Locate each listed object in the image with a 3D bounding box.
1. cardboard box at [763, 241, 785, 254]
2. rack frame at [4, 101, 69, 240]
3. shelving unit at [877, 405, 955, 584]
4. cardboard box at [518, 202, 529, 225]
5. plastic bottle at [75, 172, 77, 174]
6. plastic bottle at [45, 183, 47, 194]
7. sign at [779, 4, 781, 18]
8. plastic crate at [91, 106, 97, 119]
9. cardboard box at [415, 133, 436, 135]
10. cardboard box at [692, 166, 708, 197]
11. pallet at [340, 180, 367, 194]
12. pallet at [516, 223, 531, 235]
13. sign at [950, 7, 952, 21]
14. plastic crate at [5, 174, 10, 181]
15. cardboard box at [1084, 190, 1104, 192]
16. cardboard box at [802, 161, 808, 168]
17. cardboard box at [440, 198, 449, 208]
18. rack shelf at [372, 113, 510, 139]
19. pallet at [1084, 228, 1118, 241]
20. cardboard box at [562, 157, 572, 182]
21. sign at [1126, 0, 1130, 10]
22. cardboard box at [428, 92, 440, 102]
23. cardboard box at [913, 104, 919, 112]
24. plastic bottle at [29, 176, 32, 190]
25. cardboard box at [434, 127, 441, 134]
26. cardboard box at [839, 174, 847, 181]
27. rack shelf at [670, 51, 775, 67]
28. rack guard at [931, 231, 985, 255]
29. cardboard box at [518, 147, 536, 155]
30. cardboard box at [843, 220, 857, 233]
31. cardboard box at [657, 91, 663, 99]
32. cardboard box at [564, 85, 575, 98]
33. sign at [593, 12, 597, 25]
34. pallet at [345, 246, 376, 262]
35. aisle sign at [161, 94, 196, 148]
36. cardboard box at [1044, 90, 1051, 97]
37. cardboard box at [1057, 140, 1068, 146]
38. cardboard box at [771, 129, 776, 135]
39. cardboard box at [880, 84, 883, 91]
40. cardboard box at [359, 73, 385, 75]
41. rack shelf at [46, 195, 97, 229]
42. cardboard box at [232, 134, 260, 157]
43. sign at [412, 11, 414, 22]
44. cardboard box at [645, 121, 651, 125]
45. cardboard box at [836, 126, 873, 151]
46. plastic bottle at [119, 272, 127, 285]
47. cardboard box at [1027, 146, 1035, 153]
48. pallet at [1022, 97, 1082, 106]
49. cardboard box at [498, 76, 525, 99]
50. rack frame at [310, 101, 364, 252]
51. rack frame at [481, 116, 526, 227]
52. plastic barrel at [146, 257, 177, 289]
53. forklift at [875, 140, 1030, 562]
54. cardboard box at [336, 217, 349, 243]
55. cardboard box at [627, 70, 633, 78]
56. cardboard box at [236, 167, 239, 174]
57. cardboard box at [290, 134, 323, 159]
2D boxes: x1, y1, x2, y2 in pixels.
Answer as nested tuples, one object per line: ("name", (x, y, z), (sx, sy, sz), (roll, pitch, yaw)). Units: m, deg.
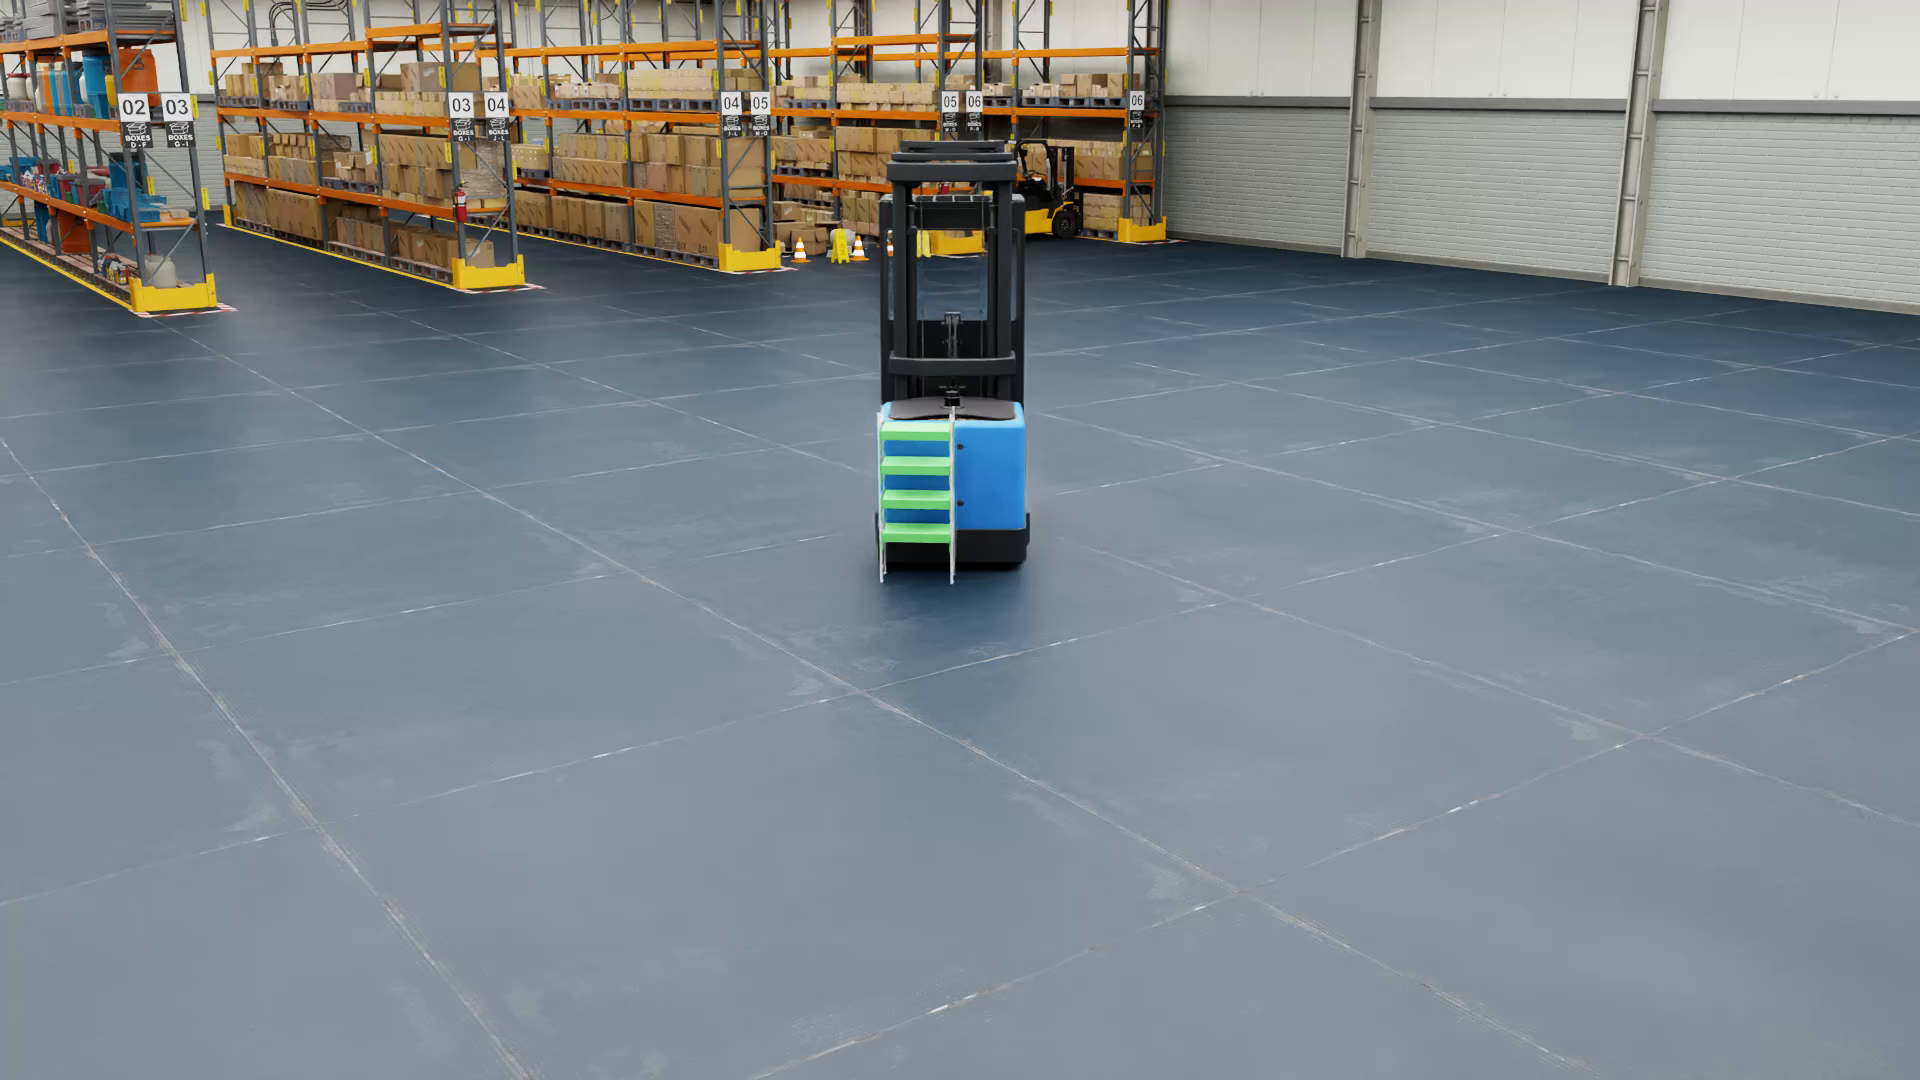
("cardboard box", (-3.792, -5.985, 33.940), (0.396, 0.266, 0.258), (-7, 17, -25))
("rack frame", (-19.074, -7.576, 34.574), (1.000, 3.000, 0.127), (-11, 19, -35))
("shelving unit", (-0.294, -0.307, 11.407), (0.503, 1.200, 0.258), (1, 17, 4))
("cardboard box", (-9.869, -7.558, 38.447), (0.500, 0.500, 0.500), (-12, 19, -37))
("plastic bottle", (-17.621, -7.172, 33.190), (0.144, 0.351, 0.185), (-11, 19, -35))
("plastic bottle", (-17.305, -6.686, 31.543), (0.061, 0.283, 0.133), (-11, 19, -35))
("sign", (-4.266, -12.497, 39.272), (0.100, 0.325, 0.005), (-11, 19, -35))
("plastic crate", (-13.662, -6.833, 26.579), (0.336, 0.188, 0.450), (-11, 19, -35))
("cardboard box", (-9.876, -7.257, 30.762), (0.500, 0.500, 0.500), (-11, 19, -35))
("cardboard box", (-4.536, -6.789, 31.416), (0.875, 0.550, 0.550), (-11, 19, -35))
("pallet", (-11.518, -6.982, 32.767), (1.003, 0.211, 1.213), (-11, 19, -35))
("pallet", (-9.816, -7.321, 38.926), (1.003, 0.211, 1.213), (-11, 19, -35))
("sign", (-0.240, -13.308, 42.082), (0.100, 0.325, 0.005), (-11, 19, -35))
("plastic crate", (-20.341, -7.803, 35.789), (0.293, 0.136, 0.466), (-11, 19, -35))
("cardboard box", (3.010, -7.908, 38.304), (0.500, 0.250, 0.500), (-11, 19, -36))
("cardboard box", (-3.347, -8.486, 37.578), (0.380, 0.149, 0.250), (-11, 19, -34))
("cardboard box", (-8.681, -5.789, 28.521), (0.380, 0.149, 0.250), (-11, 19, -35))
("rack shelf", (-9.188, -7.309, 29.280), (1.077, 0.370, 4.000), (-11, 19, -35))
("pallet", (3.534, -6.904, 37.400), (1.003, 0.211, 1.213), (-11, 19, -35))
("cardboard box", (-8.297, -8.041, 36.085), (0.500, 0.500, 0.500), (-11, 19, -35))
("sign", (3.570, -11.393, 35.237), (0.100, 0.325, 0.005), (-11, 19, -35))
("cardboard box", (-8.735, -7.475, 28.053), (0.380, 0.149, 0.250), (-12, 19, -37))
("cardboard box", (-0.733, -8.789, 33.800), (0.380, 0.149, 0.250), (-10, 18, -33))
("plastic bottle", (-18.429, -7.111, 33.110), (0.152, 0.276, 0.135), (-11, 19, -35))
("cardboard box", (-12.997, -10.377, 42.163), (0.500, 0.500, 0.500), (-10, 18, -33))
("cardboard box", (-2.422, -7.937, 36.367), (0.380, 0.149, 0.250), (-11, 19, -35))
("rack shelf", (-5.875, -11.810, 40.799), (1.077, 0.370, 4.000), (-11, 19, -35))
("rack guard", (-0.040, -6.131, 34.030), (1.175, 0.500, 0.348), (-11, 19, -35))
("cardboard box", (-9.763, -8.807, 37.626), (0.380, 0.149, 0.250), (-10, 18, -33))
("cardboard box", (-2.219, -6.883, 36.456), (0.500, 0.250, 0.500), (-12, 19, -37))
("cardboard box", (-5.603, -8.559, 31.975), (0.380, 0.149, 0.250), (-11, 19, -34))
("cardboard box", (-8.102, -9.568, 35.471), (0.500, 0.250, 0.500), (-10, 18, -33))
("sign", (-9.856, -14.073, 44.878), (0.100, 0.325, 0.005), (-11, 19, -35))
("pallet", (-11.544, -5.718, 33.069), (1.003, 0.211, 1.213), (-11, 19, -35))
("aisle sign", (-11.739, -6.298, 24.979), (0.394, 0.787, 0.004), (-11, 19, -35))
("cardboard box", (2.135, -10.215, 38.026), (0.380, 0.149, 0.250), (-10, 18, -33))
("cardboard box", (2.434, -9.074, 38.064), (0.380, 0.149, 0.250), (-11, 19, -35))
("cardboard box", (-4.792, -9.703, 40.261), (0.500, 0.500, 0.500), (-12, 19, -36))
("cardboard box", (-1.445, -9.448, 34.697), (0.380, 0.149, 0.250), (-10, 18, -33))
("cardboard box", (-11.644, -8.948, 32.768), (0.500, 0.500, 0.500), (-10, 18, -34))
("rack shelf", (-15.546, -5.948, 29.988), (1.077, 0.370, 4.000), (-11, 19, -35))
("cardboard box", (-16.752, -9.271, 39.067), (0.500, 0.500, 0.500), (-11, 19, -36))
("sign", (-13.787, -13.245, 42.005), (0.100, 0.325, 0.005), (-11, 19, -35))
("cardboard box", (-8.035, -10.970, 43.662), (0.380, 0.149, 0.250), (-11, 19, -35))
("cardboard box", (-2.264, -8.721, 36.111), (0.700, 0.500, 0.500), (-11, 19, -35))
("plastic bottle", (-13.452, -4.200, 26.708), (0.097, 0.201, 0.097), (0, 15, 0))
("cardboard box", (1.793, -9.143, 38.882), (0.380, 0.149, 0.250), (-10, 18, -33))
("pallet", (2.188, -10.172, 38.545), (1.003, 0.211, 1.213), (-11, 19, -35))
("cardboard box", (-10.194, -10.442, 38.372), (0.797, 0.503, 0.637), (-11, 19, -35))
("rack frame", (-12.715, -7.491, 34.262), (1.000, 3.000, 0.127), (-11, 19, -35))
("rack frame", (-10.996, -9.093, 40.117), (1.000, 3.000, 0.127), (-11, 19, -35))
("plastic barrel", (-12.467, -4.145, 25.955), (0.421, 0.512, 0.421), (0, 15, 0))
("forklift", (-0.059, -1.585, 12.816), (1.130, 2.935, 3.031), (0, 15, 0))
("cardboard box", (-12.305, -6.357, 34.023), (0.700, 0.500, 0.500), (-12, 19, -37))
("cardboard box", (-6.353, -9.215, 32.862), (0.380, 0.149, 0.250), (-11, 19, -34))
("cardboard box", (-16.872, -8.732, 39.272), (0.380, 0.149, 0.250), (-11, 19, -36))
("cardboard box", (-13.913, -8.463, 35.726), (0.797, 0.503, 0.637), (-10, 18, -33))
